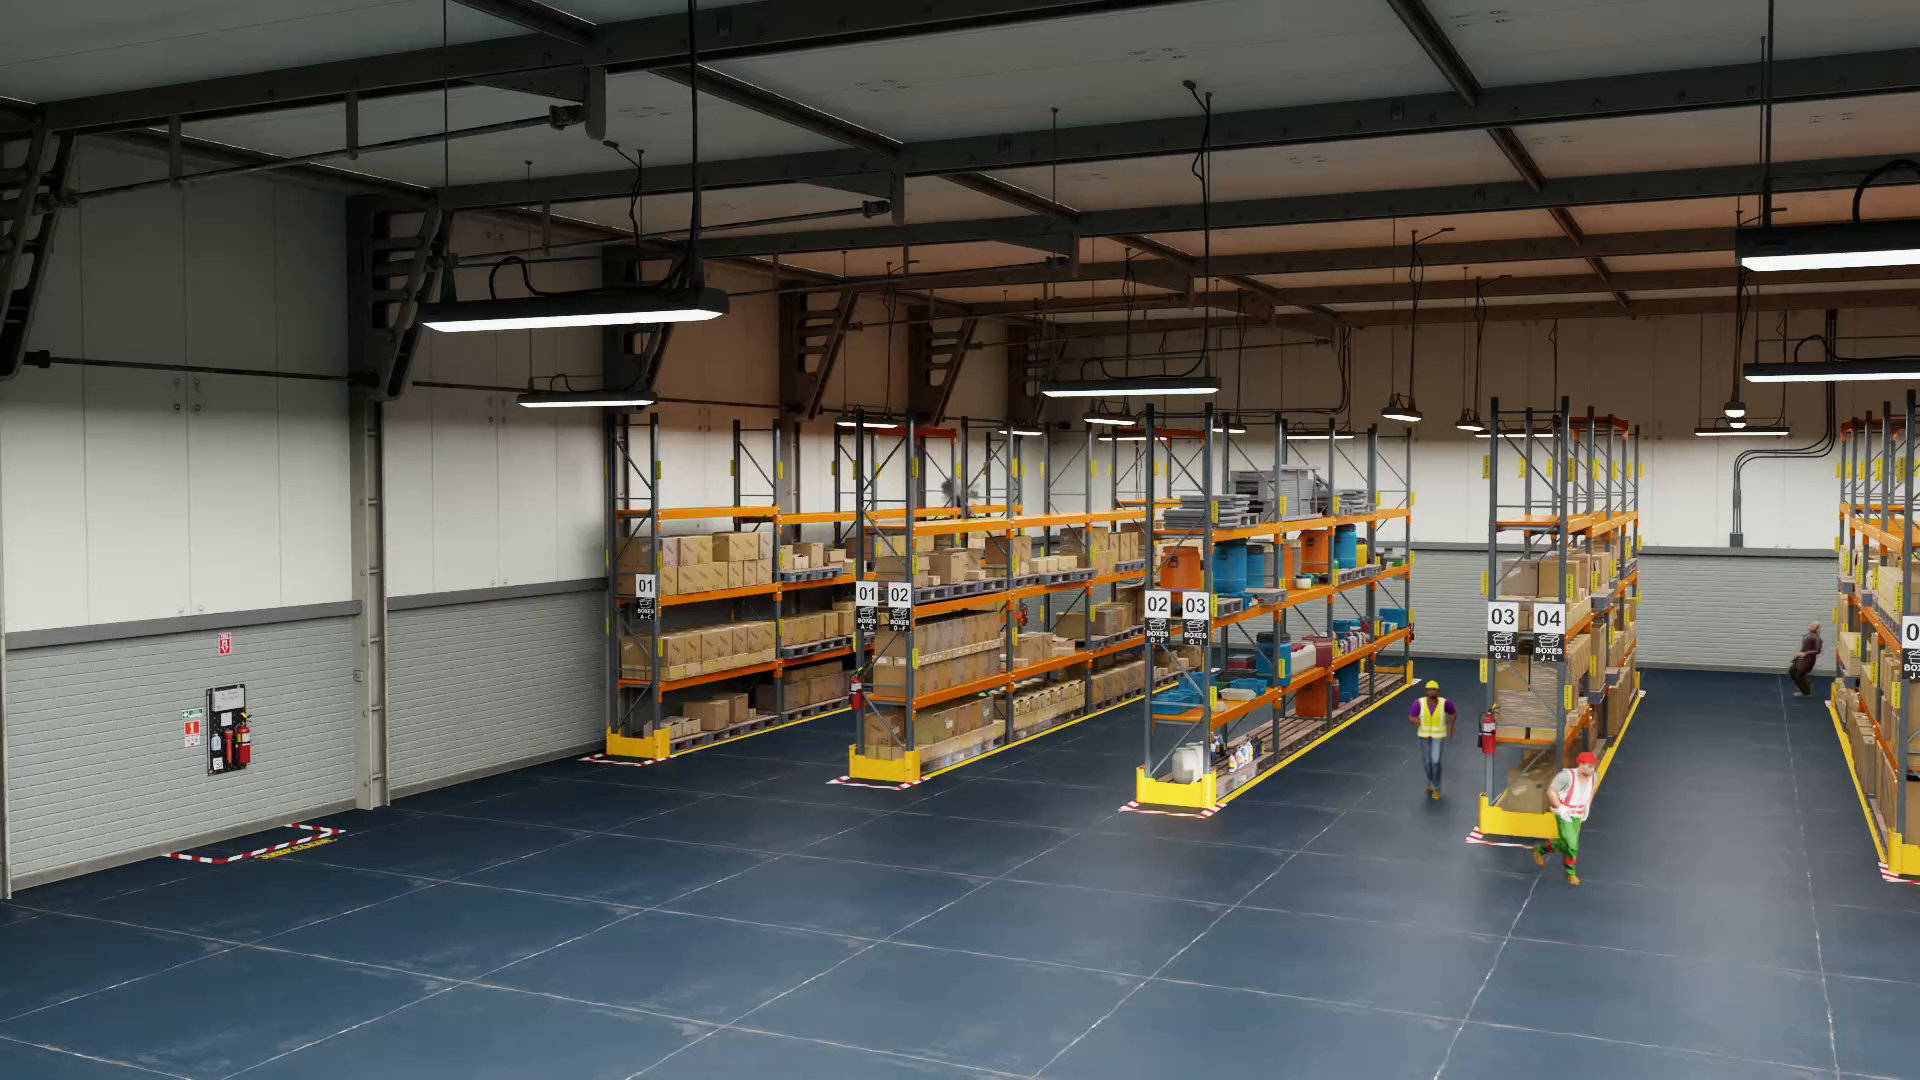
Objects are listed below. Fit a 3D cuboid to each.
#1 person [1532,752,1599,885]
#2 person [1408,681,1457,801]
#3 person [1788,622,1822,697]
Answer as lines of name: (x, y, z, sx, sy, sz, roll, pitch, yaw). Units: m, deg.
person: (7.388, 3.352, 20.280, 0.651, 1.659, 1.041, -1, 3, -20)
person: (7.218, 3.013, 25.485, 0.676, 1.736, 0.769, 1, 3, 26)
person: (18.493, 2.616, 36.417, 0.553, 1.692, 0.784, 1, 2, 12)
